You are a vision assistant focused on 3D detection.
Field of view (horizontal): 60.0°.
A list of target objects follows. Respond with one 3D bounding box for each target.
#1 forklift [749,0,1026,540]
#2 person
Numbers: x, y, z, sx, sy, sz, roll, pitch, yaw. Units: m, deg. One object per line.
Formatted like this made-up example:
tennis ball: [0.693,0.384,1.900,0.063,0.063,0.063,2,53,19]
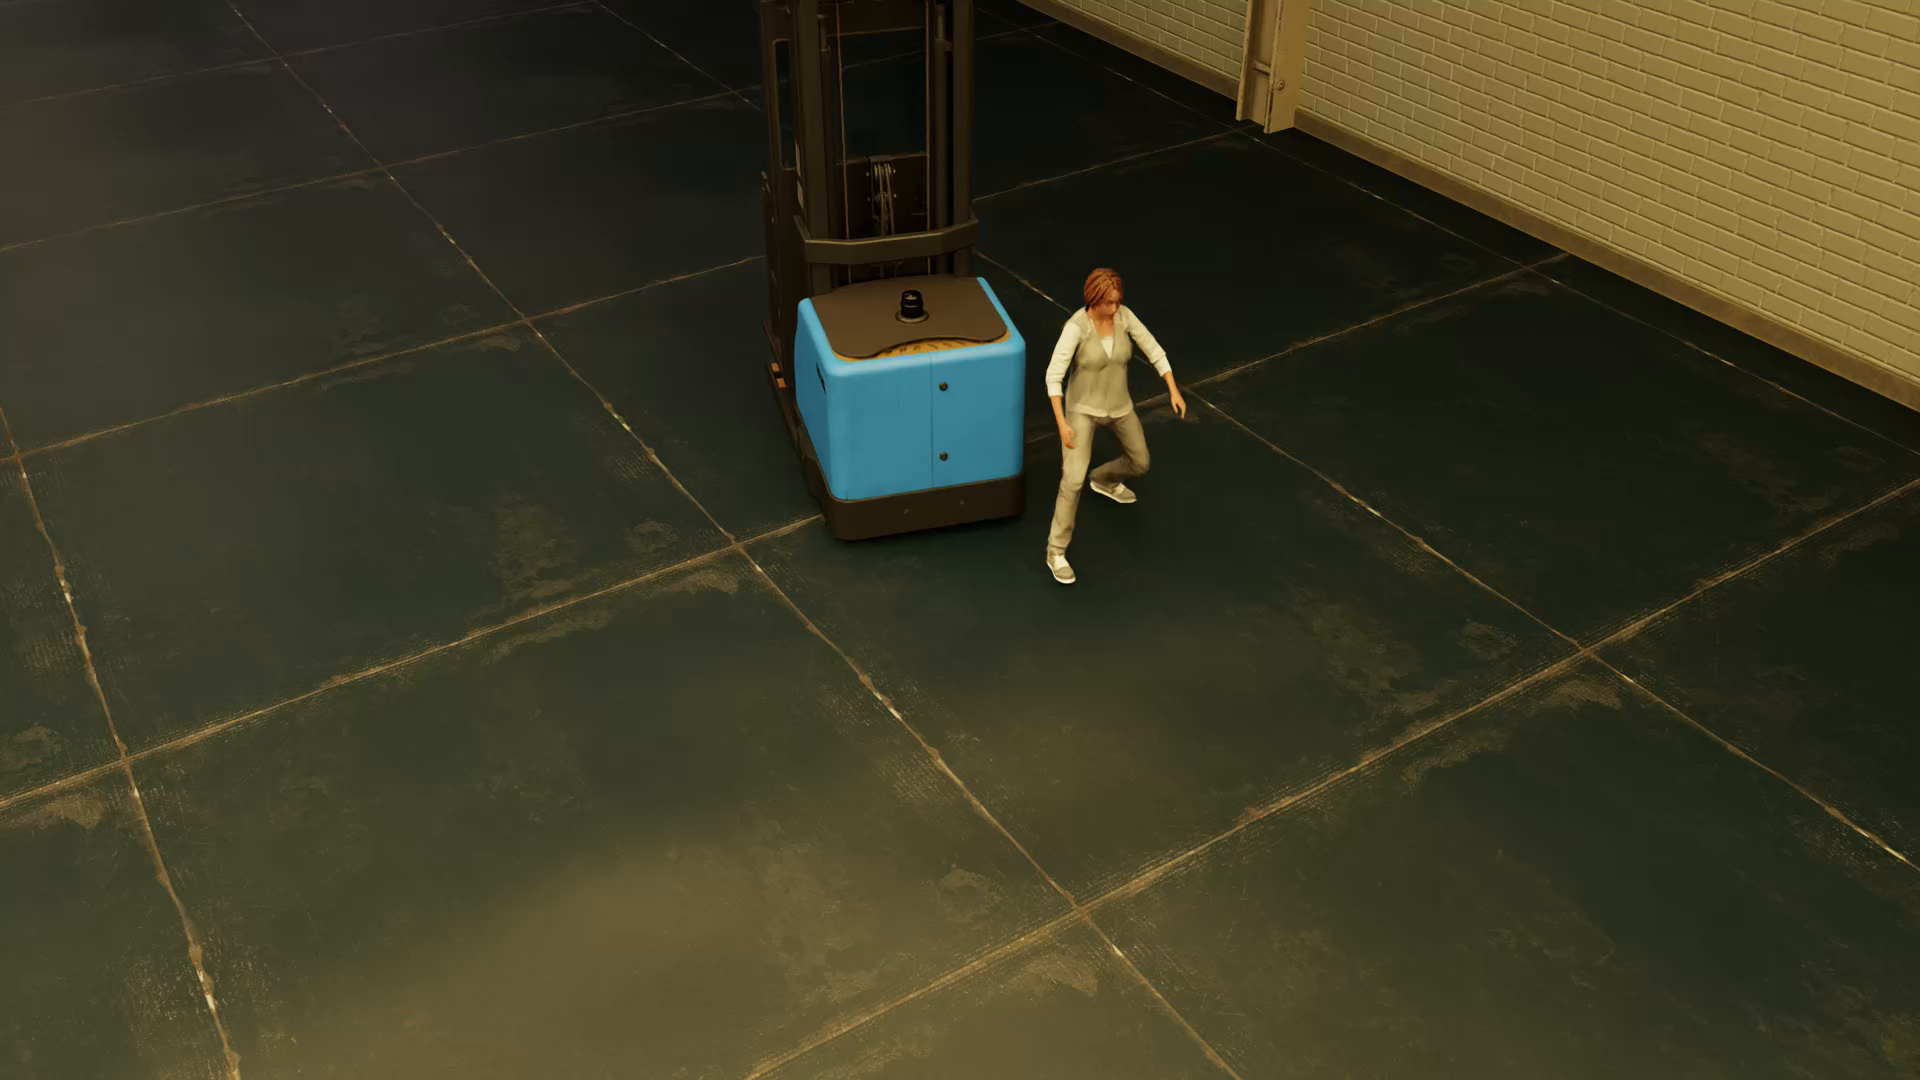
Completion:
forklift: [-0.536,-2.042,9.054,1.130,2.935,3.031,-9,36,-12]
person: [0.735,-0.631,8.329,0.779,1.468,0.785,-12,37,-17]
